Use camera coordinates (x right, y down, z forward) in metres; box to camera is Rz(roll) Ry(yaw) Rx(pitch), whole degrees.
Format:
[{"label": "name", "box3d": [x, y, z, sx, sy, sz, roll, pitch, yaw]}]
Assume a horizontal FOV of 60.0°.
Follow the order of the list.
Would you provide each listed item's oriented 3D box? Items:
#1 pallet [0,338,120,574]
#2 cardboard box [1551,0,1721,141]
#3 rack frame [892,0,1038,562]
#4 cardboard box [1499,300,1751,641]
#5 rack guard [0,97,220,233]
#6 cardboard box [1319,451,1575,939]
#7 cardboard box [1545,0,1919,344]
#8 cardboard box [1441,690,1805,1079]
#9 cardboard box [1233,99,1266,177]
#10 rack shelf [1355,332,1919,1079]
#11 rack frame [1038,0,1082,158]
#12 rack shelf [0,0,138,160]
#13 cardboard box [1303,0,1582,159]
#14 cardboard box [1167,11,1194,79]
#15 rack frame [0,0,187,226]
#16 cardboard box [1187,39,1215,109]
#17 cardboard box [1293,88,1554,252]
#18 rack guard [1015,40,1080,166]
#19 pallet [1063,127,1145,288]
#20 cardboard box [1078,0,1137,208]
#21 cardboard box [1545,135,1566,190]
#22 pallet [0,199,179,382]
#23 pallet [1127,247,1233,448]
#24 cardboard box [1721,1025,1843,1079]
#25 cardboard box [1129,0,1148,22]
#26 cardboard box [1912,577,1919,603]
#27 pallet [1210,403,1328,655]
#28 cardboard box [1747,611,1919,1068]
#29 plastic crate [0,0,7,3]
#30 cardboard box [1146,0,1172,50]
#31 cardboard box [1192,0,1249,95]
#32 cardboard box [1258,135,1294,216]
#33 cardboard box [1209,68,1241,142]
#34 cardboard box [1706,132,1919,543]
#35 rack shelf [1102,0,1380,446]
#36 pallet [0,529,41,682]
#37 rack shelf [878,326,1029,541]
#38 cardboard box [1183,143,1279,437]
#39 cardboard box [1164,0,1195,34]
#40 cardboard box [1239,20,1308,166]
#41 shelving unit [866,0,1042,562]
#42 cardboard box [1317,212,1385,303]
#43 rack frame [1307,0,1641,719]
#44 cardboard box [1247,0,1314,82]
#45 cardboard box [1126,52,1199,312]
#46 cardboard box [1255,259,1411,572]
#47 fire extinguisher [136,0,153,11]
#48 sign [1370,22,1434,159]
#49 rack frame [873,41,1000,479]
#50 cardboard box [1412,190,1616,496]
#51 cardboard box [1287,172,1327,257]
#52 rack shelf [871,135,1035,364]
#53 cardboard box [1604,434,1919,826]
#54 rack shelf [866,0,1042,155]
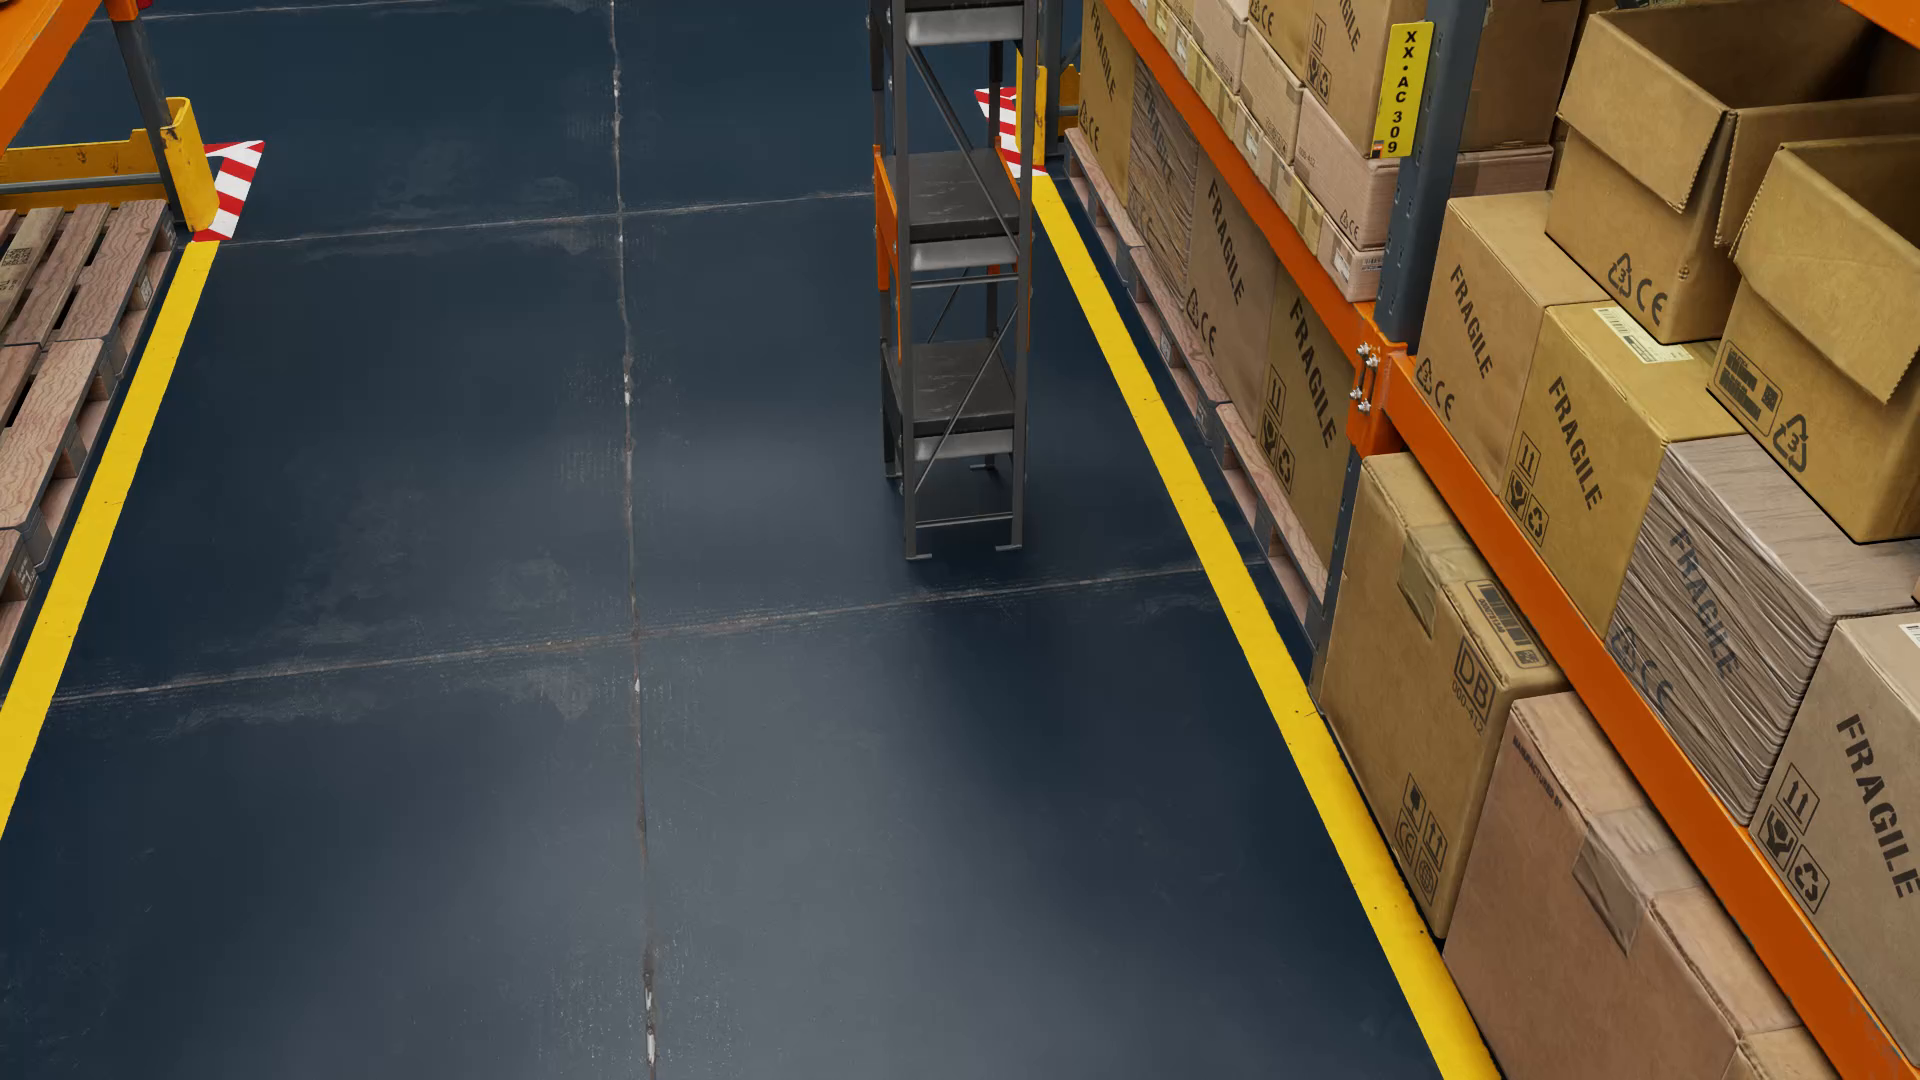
[{"label": "pallet", "box3d": [-3.684, -0.278, 5.936, 1.003, 0.211, 1.213, -6, 38, -8]}, {"label": "cardboard box", "box3d": [1.744, -1.405, 4.382, 0.500, 0.500, 0.500, -6, 38, -8]}, {"label": "rack frame", "box3d": [0.014, -0.782, 5.045, 0.400, 2.100, 0.015, -6, 38, -8]}, {"label": "cardboard box", "box3d": [1.500, -0.165, 3.436, 0.500, 0.500, 0.500, -6, 38, -8]}, {"label": "rack guard", "box3d": [-4.018, -1.643, 7.457, 1.175, 0.500, 0.348, -6, 38, -8]}, {"label": "cardboard box", "box3d": [1.708, 0.324, 4.277, 1.225, 0.875, 0.875, -6, 38, -8]}, {"label": "cardboard box", "box3d": [1.697, -0.784, 3.415, 0.797, 0.503, 0.637, -7, 38, -9]}, {"label": "cardboard box", "box3d": [1.866, 0.864, 3.583, 1.225, 0.875, 0.875, -7, 38, -10]}, {"label": "cardboard box", "box3d": [1.065, -1.249, 5.118, 0.380, 0.149, 0.250, -6, 38, -7]}, {"label": "rack shelf", "box3d": [1.927, 0.759, 2.915, 1.077, 0.370, 4.000, -6, 38, -8]}, {"label": "rack frame", "box3d": [0.875, -3.150, 7.359, 1.000, 3.000, 0.127, -6, 38, -8]}, {"label": "rack shelf", "box3d": [-3.650, -1.125, 5.339, 1.077, 0.370, 4.000, -6, 38, -8]}, {"label": "cardboard box", "box3d": [1.233, -1.337, 4.294, 0.500, 0.500, 0.500, -5, 38, -7]}, {"label": "cardboard box", "box3d": [0.931, -1.713, 5.715, 0.380, 0.149, 0.250, -6, 38, -7]}, {"label": "rack frame", "box3d": [-4.001, -2.617, 6.673, 1.000, 3.000, 0.127, -6, 38, -8]}, {"label": "cardboard box", "box3d": [0.975, -1.559, 5.517, 0.380, 0.149, 0.250, -7, 38, -9]}, {"label": "cardboard box", "box3d": [1.241, -1.030, 4.511, 0.500, 0.250, 0.500, -7, 38, -9]}, {"label": "rack guard", "box3d": [0.871, -2.177, 8.145, 1.175, 0.500, 0.348, -6, 38, -8]}, {"label": "pallet", "box3d": [1.092, -1.574, 7.604, 1.003, 0.211, 1.213, -6, 38, -8]}, {"label": "cardboard box", "box3d": [1.066, -2.098, 7.396, 0.875, 0.875, 0.875, -6, 38, -8]}, {"label": "cardboard box", "box3d": [1.752, -1.104, 4.606, 0.500, 0.250, 0.500, -7, 38, -9]}, {"label": "pallet", "box3d": [-3.895, -1.013, 6.882, 1.003, 0.211, 1.213, -6, 38, -8]}, {"label": "pallet", "box3d": [1.303, -0.839, 6.657, 1.003, 0.211, 1.213, -6, 38, -8]}, {"label": "cardboard box", "box3d": [2.029, 1.397, 2.896, 1.225, 0.875, 0.875, -6, 38, -8]}, {"label": "cardboard box", "box3d": [0.840, -2.024, 6.115, 0.380, 0.149, 0.250, -7, 38, -8]}, {"label": "cardboard box", "box3d": [1.930, 0.005, 2.399, 0.797, 0.503, 0.637, -5, 38, -6]}, {"label": "pallet", "box3d": [1.520, -0.100, 5.707, 1.003, 0.211, 1.213, -6, 38, -8]}, {"label": "cardboard box", "box3d": [1.683, 0.449, 2.646, 0.500, 0.500, 0.500, -6, 38, -7]}, {"label": "plastic crate", "box3d": [-3.680, -2.063, 6.127, 0.396, 0.136, 0.243, -6, 38, -8]}, {"label": "cardboard box", "box3d": [0.884, -1.872, 5.919, 0.380, 0.149, 0.250, -7, 38, -9]}, {"label": "cardboard box", "box3d": [1.058, -1.651, 5.310, 0.500, 0.250, 0.500, -5, 38, -7]}, {"label": "cardboard box", "box3d": [1.110, -1.094, 4.918, 0.380, 0.149, 0.250, -7, 38, -9]}, {"label": "cardboard box", "box3d": [1.020, -1.405, 5.318, 0.380, 0.149, 0.250, -6, 38, -7]}, {"label": "cardboard box", "box3d": [1.805, -0.369, 2.880, 0.797, 0.503, 0.637, -6, 38, -7]}, {"label": "rack shelf", "box3d": [1.226, -1.657, 6.025, 1.077, 0.370, 4.000, -6, 38, -8]}, {"label": "pallet", "box3d": [-3.467, 0.460, 4.985, 1.003, 0.211, 1.213, -6, 38, -8]}, {"label": "rack shelf", "box3d": [-0.029, -0.366, 5.672, 0.431, 0.518, 0.480, -6, 38, -8]}, {"label": "cardboard box", "box3d": [1.382, -1.011, 5.996, 0.875, 0.875, 0.875, -6, 38, -8]}, {"label": "cardboard box", "box3d": [0.972, -1.957, 5.704, 0.500, 0.250, 0.500, -7, 38, -9]}, {"label": "cardboard box", "box3d": [1.148, -1.343, 4.913, 0.500, 0.250, 0.500, -5, 38, -7]}, {"label": "shelving unit", "box3d": [-0.029, -0.929, 5.235, 0.431, 2.100, 0.503, -6, 38, -8]}, {"label": "cardboard box", "box3d": [1.201, -0.783, 4.518, 0.380, 0.149, 0.250, -6, 38, -8]}, {"label": "rack frame", "box3d": [1.576, -0.734, 4.249, 1.000, 3.000, 0.127, -6, 38, -8]}, {"label": "cardboard box", "box3d": [1.149, -1.640, 4.684, 0.500, 0.500, 0.500, -6, 38, -7]}, {"label": "cardboard box", "box3d": [1.226, -1.549, 6.688, 0.875, 0.875, 0.875, -6, 38, -8]}, {"label": "cardboard box", "box3d": [1.540, -0.468, 5.296, 0.875, 0.875, 0.875, -6, 38, -8]}, {"label": "fire extinguisher", "box3d": [-3.580, -2.579, 6.992, 0.296, 0.674, 0.183, -6, 38, -8]}, {"label": "sign", "box3d": [1.030, -1.046, 3.881, 0.100, 0.325, 0.005, -6, 38, -8]}, {"label": "rack frame", "box3d": [-0.072, -1.077, 5.424, 0.400, 2.100, 0.015, -6, 38, -8]}, {"label": "cardboard box", "box3d": [1.411, -0.468, 3.826, 0.500, 0.500, 0.500, -6, 38, -8]}, {"label": "cardboard box", "box3d": [1.155, -0.939, 4.719, 0.380, 0.149, 0.250, -6, 38, -7]}, {"label": "rack shelf", "box3d": [-0.029, -0.918, 5.243, 0.431, 0.518, 0.480, -6, 38, -8]}, {"label": "cardboard box", "box3d": [1.587, 0.138, 3.046, 0.500, 0.500, 0.500, -7, 38, -9]}, {"label": "rack shelf", "box3d": [-0.029, -1.471, 4.813, 0.431, 0.518, 0.480, -6, 38, -8]}]
